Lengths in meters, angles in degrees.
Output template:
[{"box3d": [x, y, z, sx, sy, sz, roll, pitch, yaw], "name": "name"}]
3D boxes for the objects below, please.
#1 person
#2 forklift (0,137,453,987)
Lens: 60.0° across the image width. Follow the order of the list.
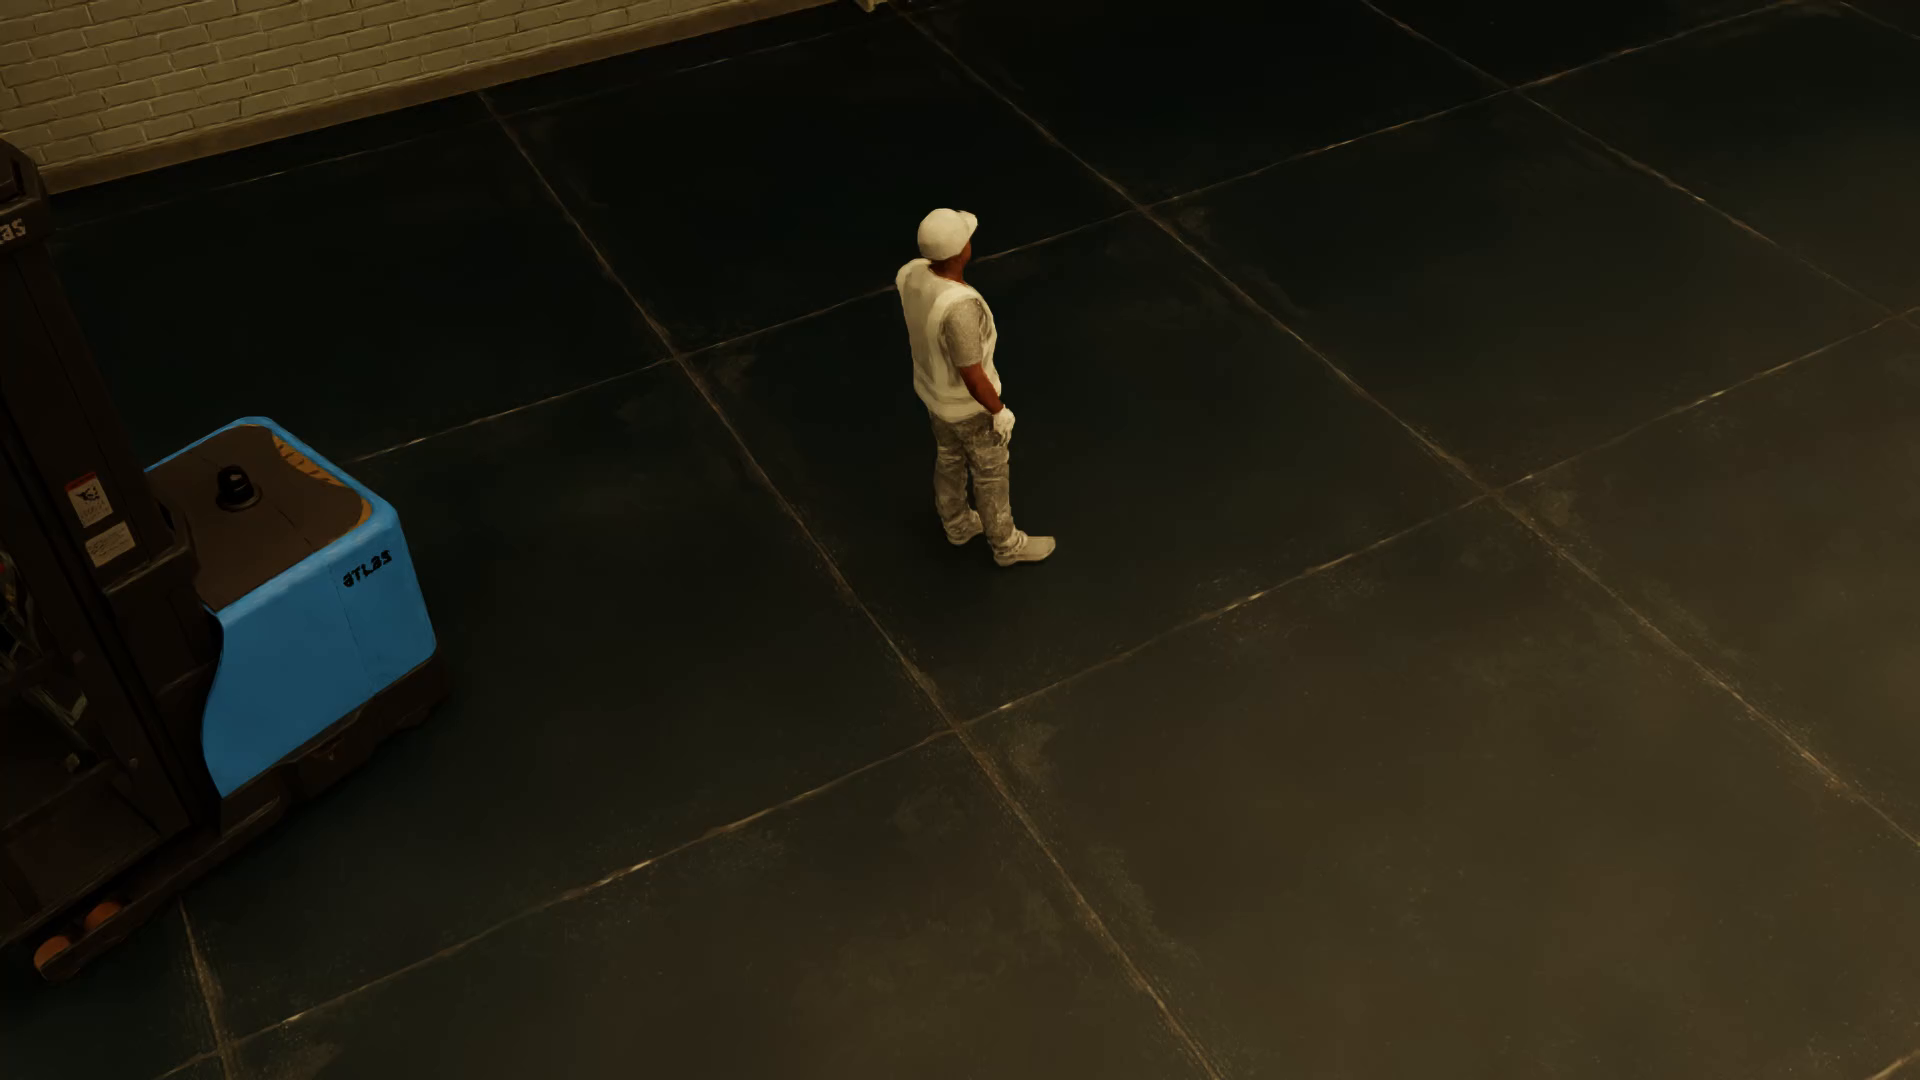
[{"box3d": [0.066, -0.679, 7.263, 0.576, 1.782, 0.655, -21, 47, -21], "name": "person"}, {"box3d": [-3.494, 0.150, 5.536, 1.130, 2.935, 3.031, 30, 50, 28], "name": "forklift"}]
